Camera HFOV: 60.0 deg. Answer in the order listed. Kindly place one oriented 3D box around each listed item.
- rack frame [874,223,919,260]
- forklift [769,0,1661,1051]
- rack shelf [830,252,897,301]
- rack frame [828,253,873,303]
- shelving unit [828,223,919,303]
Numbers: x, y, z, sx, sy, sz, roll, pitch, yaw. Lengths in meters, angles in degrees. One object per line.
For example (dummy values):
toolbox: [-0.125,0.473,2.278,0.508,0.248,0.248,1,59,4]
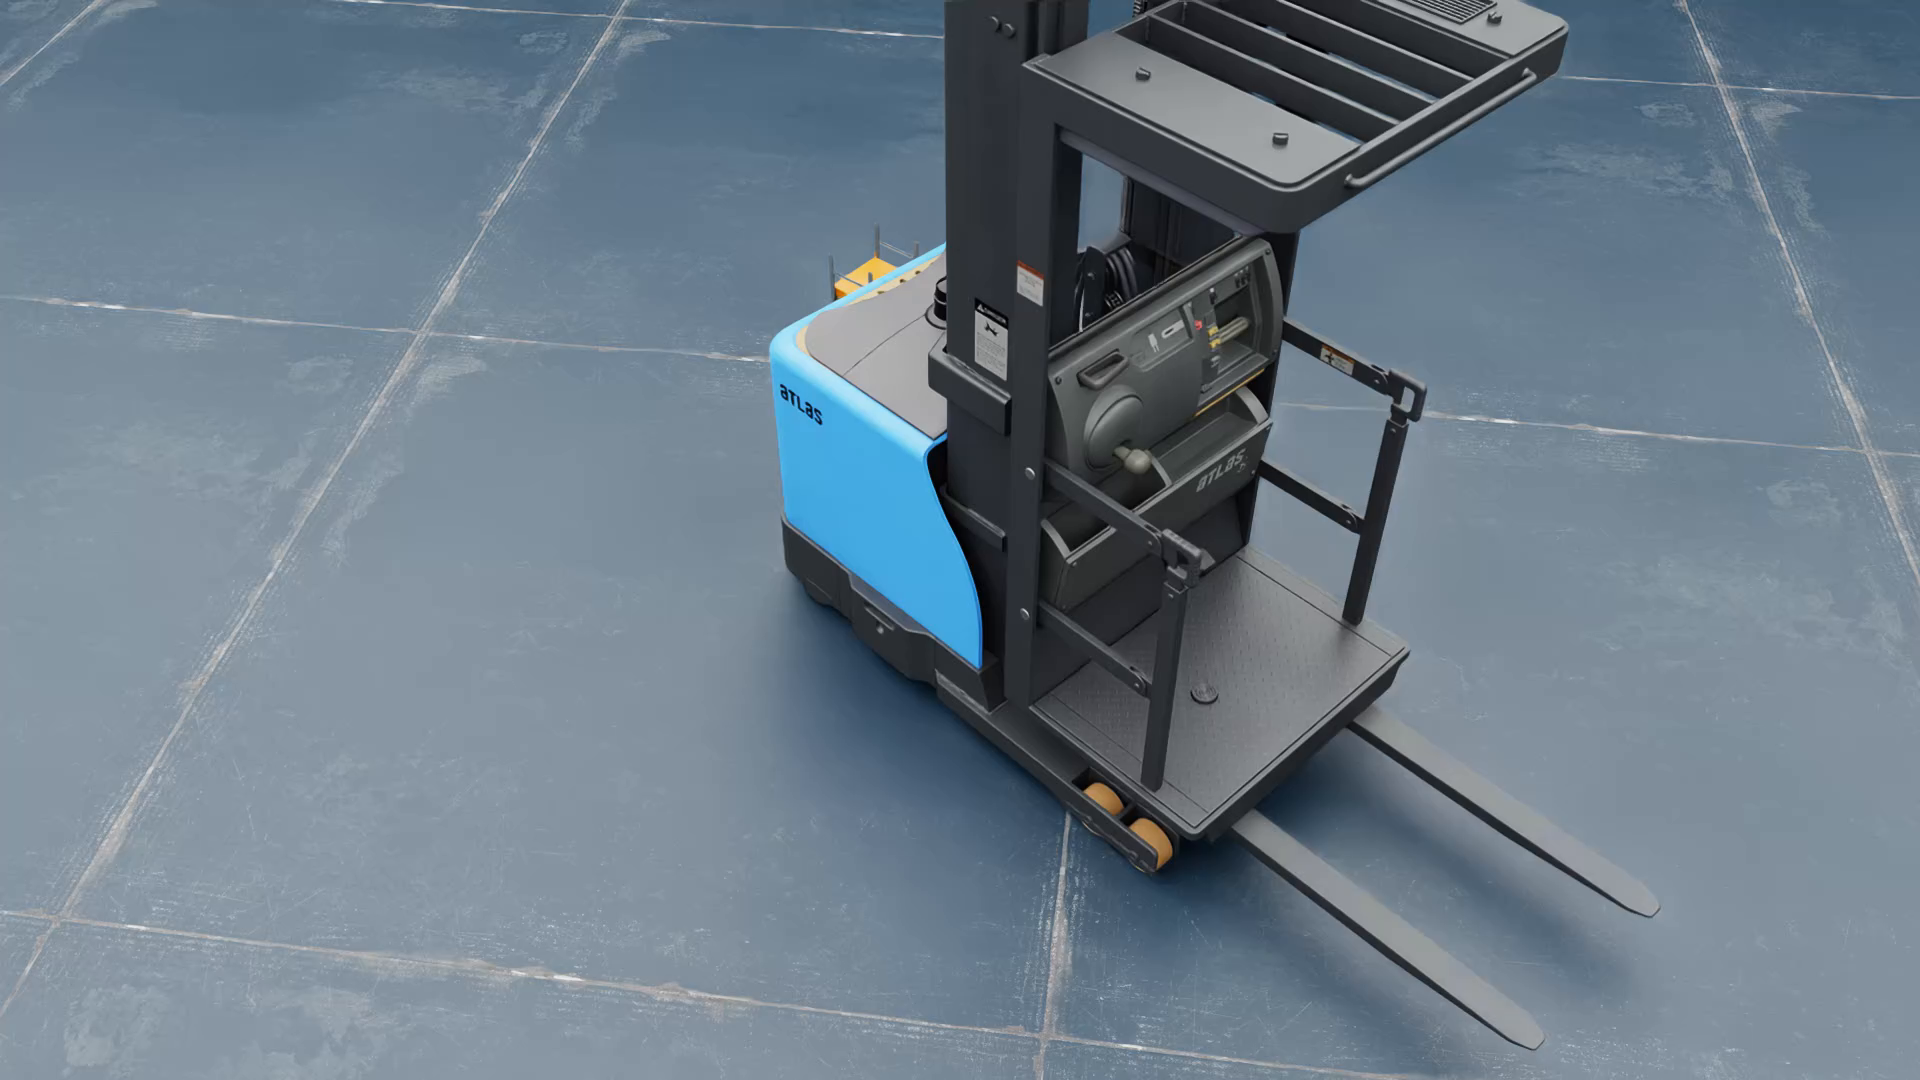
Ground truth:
rack frame: [-0.225,-0.703,6.229,0.200,1.050,0.008,29,51,27]
forklift: [0.743,-0.439,4.582,1.130,2.935,3.031,-33,53,-30]
rack shelf: [-0.302,-0.836,5.972,0.215,0.259,0.240,29,51,27]
rack frame: [-0.378,-0.573,6.091,0.200,1.050,0.008,29,51,27]
shelving unit: [-0.302,-0.638,6.160,0.215,1.050,0.252,29,51,27]
